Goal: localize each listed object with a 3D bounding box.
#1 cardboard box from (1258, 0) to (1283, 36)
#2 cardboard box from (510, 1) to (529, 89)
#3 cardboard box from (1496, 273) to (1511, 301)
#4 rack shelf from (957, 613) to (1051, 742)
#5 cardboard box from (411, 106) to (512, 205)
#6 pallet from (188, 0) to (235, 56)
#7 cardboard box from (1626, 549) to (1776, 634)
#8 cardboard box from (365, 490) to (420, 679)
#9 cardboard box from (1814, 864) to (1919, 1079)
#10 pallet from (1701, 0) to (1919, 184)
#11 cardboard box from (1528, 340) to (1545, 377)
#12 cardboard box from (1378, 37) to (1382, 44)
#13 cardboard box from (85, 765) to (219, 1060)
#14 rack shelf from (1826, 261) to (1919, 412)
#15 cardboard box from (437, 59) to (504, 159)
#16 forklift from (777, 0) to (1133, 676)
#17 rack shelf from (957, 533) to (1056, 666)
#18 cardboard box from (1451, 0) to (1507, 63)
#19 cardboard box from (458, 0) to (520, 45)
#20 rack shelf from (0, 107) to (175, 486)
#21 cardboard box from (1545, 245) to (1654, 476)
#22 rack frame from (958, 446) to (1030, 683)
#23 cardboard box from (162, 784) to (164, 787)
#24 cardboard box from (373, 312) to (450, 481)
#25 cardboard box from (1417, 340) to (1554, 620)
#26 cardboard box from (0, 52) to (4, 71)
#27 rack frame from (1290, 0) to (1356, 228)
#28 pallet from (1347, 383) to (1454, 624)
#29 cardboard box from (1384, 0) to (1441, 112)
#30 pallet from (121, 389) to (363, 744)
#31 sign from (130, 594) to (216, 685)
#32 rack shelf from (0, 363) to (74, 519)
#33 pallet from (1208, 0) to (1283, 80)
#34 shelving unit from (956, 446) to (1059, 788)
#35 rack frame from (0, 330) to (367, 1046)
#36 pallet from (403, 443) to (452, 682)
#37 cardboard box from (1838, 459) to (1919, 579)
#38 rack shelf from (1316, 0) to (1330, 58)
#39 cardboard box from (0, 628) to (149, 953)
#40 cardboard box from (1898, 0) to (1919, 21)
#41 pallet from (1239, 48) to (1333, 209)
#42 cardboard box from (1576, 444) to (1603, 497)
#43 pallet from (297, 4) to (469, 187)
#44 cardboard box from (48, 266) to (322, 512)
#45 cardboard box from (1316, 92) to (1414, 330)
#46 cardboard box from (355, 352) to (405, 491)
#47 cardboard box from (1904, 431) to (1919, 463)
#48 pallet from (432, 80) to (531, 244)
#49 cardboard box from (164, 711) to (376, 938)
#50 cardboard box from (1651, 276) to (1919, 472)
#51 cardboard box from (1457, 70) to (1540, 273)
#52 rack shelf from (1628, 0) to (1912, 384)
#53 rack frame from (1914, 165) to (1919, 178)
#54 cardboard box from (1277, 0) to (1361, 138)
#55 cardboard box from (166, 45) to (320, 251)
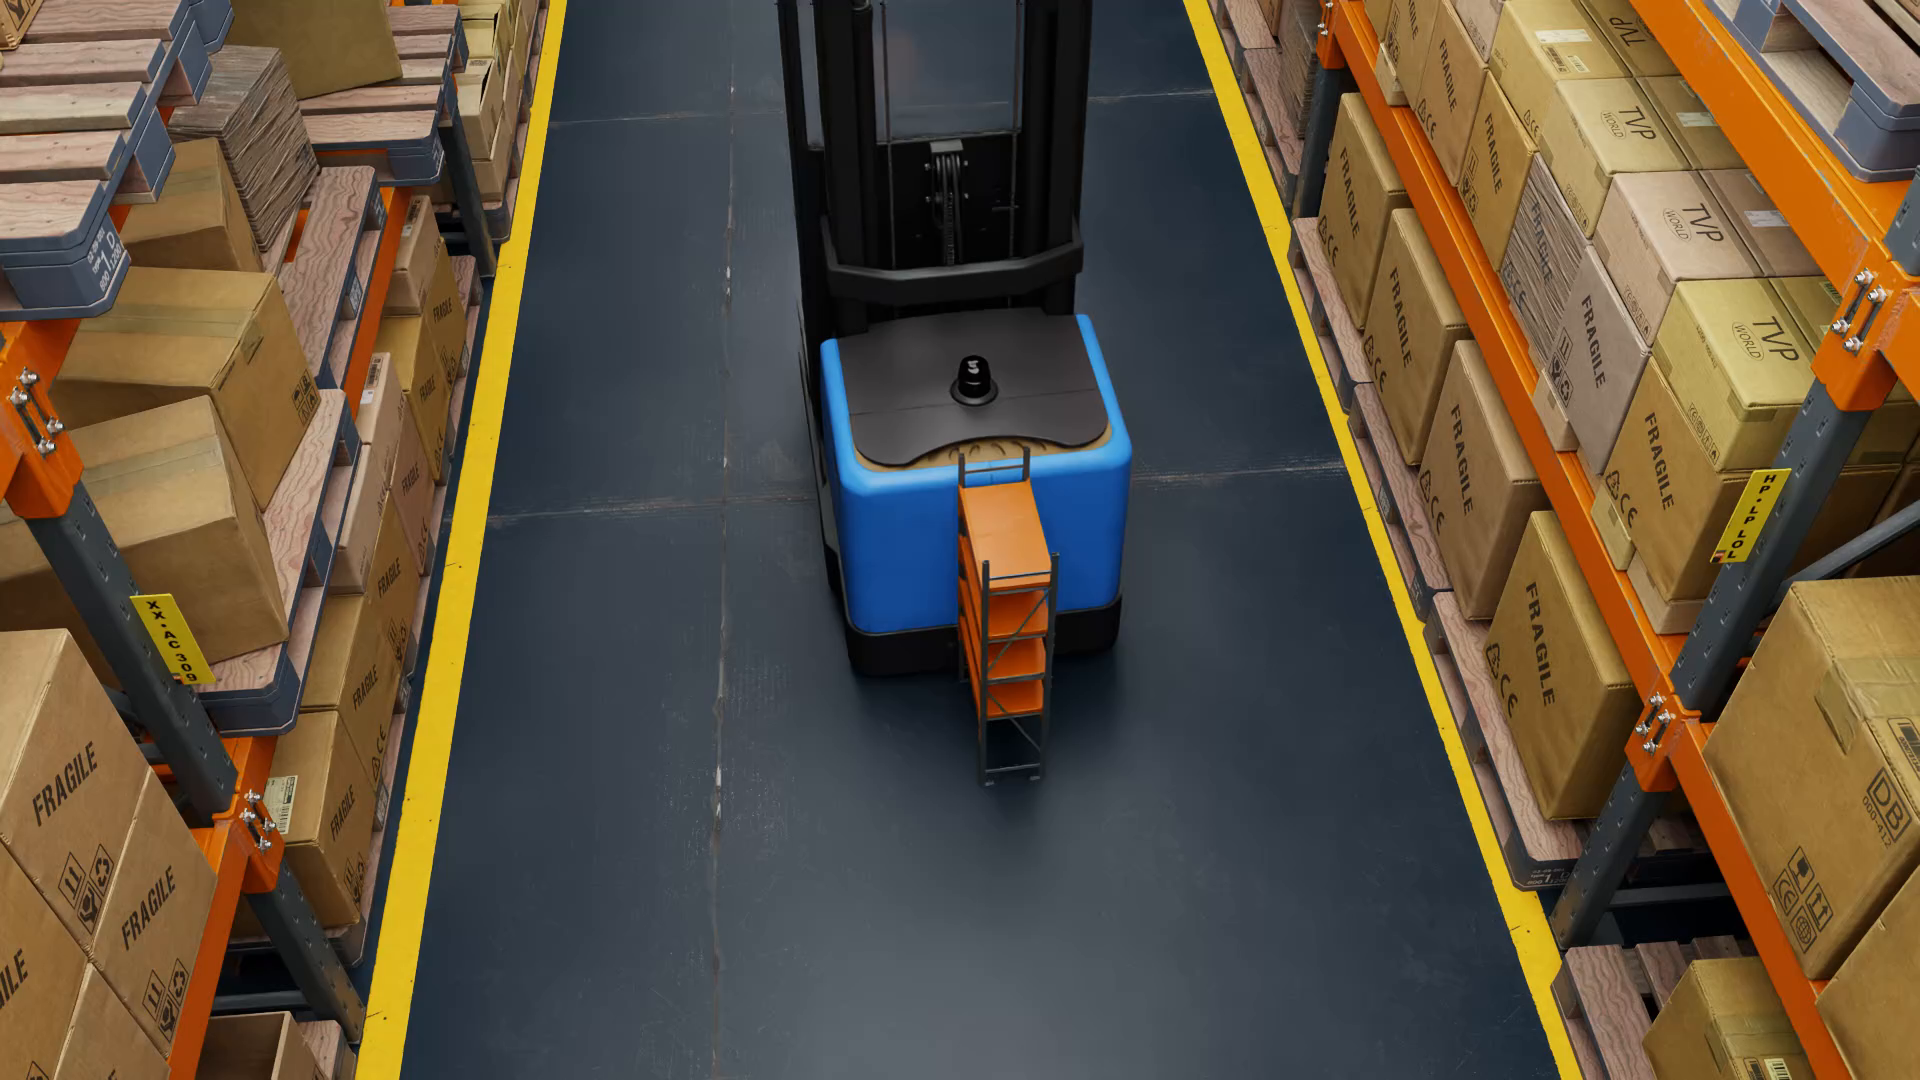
[{"bbox_3d":[2.060,-3.167,9.238,0.700,0.500,0.500,-4,47,-4],"label":"cardboard box"},{"bbox_3d":[-2.610,-2.651,8.936,0.500,0.250,0.500,-5,47,-4],"label":"cardboard box"},{"bbox_3d":[2.121,-0.988,5.916,0.380,0.149,0.250,-2,47,-2],"label":"cardboard box"},{"bbox_3d":[0.152,0.475,5.976,0.258,0.148,0.480,-6,47,-6],"label":"rack shelf"},{"bbox_3d":[-2.517,-1.911,8.235,0.500,0.250,0.500,-4,47,-3],"label":"cardboard box"},{"bbox_3d":[-2.506,-1.615,4.413,1.213,0.211,1.003,-3,47,-3],"label":"pallet"},{"bbox_3d":[2.194,0.127,4.860,0.380,0.149,0.250,-3,47,-3],"label":"cardboard box"},{"bbox_3d":[-2.319,0.174,6.074,0.500,0.500,0.500,-3,47,-3],"label":"cardboard box"},{"bbox_3d":[2.589,1.093,3.579,0.980,0.700,0.700,-5,47,-4],"label":"cardboard box"},{"bbox_3d":[2.379,-1.352,4.166,0.805,0.209,1.217,-5,47,-5],"label":"pallet"},{"bbox_3d":[2.138,-0.613,5.561,0.380,0.149,0.250,-3,47,-3],"label":"cardboard box"},{"bbox_3d":[1.979,-2.105,6.973,0.380,0.149,0.250,-3,47,-3],"label":"cardboard box"},{"bbox_3d":[-2.134,0.890,3.909,0.500,0.500,0.500,-3,47,-3],"label":"cardboard box"},{"bbox_3d":[2.672,0.937,2.362,1.077,0.370,4.000,-3,47,-3],"label":"rack shelf"},{"bbox_3d":[-2.517,-2.104,8.032,0.500,0.311,0.500,-2,47,-2],"label":"cardboard box"},{"bbox_3d":[-0.122,-1.576,6.360,1.130,2.935,3.031,-6,47,-6],"label":"forklift"},{"bbox_3d":[0.152,0.185,5.670,0.258,0.148,0.480,-6,47,-6],"label":"rack shelf"},{"bbox_3d":[2.042,-1.927,5.841,0.500,0.250,0.500,-3,47,-3],"label":"cardboard box"},{"bbox_3d":[-2.610,-2.853,8.741,0.500,0.311,0.500,-5,47,-4],"label":"cardboard box"},{"bbox_3d":[-2.599,-1.653,4.815,1.077,0.370,4.000,-3,47,-3],"label":"rack shelf"},{"bbox_3d":[2.162,-0.556,5.060,0.500,0.500,0.500,-3,47,-3],"label":"cardboard box"},{"bbox_3d":[0.114,0.117,5.949,0.240,1.200,0.015,-6,47,-6],"label":"rack frame"},{"bbox_3d":[-2.758,0.947,5.342,0.500,0.500,0.500,-4,47,-4],"label":"cardboard box"},{"bbox_3d":[-2.411,-0.571,6.780,0.500,0.500,0.500,-5,47,-5],"label":"cardboard box"},{"bbox_3d":[2.243,-0.236,6.235,0.750,0.750,0.750,-2,47,-2],"label":"cardboard box"},{"bbox_3d":[-2.400,-1.035,3.308,0.600,0.600,0.600,-8,47,-7],"label":"cardboard box"},{"bbox_3d":[2.170,-2.620,7.301,1.000,3.000,0.127,-3,47,-3],"label":"rack frame"},{"bbox_3d":[2.260,-0.205,6.935,1.003,0.211,1.213,-3,47,-3],"label":"pallet"},{"bbox_3d":[1.990,-2.017,6.443,0.500,0.500,0.500,-2,47,-2],"label":"cardboard box"},{"bbox_3d":[-2.389,0.059,4.896,1.003,0.211,1.213,-3,47,-3],"label":"pallet"},{"bbox_3d":[-1.891,0.242,3.995,0.100,0.325,0.005,-3,47,-3],"label":"sign"},{"bbox_3d":[-2.264,1.241,2.075,1.077,0.370,4.000,-3,47,-3],"label":"rack shelf"},{"bbox_3d":[2.007,-3.107,9.684,1.003,0.211,1.213,-3,47,-3],"label":"pallet"},{"bbox_3d":[0.152,0.292,5.783,0.258,1.200,0.503,-6,47,-6],"label":"shelving unit"},{"bbox_3d":[-2.431,0.578,4.273,1.000,3.000,0.127,-3,47,-3],"label":"rack frame"},{"bbox_3d":[-2.642,0.066,6.678,1.003,0.211,1.213,-3,47,-3],"label":"pallet"},{"bbox_3d":[2.717,-0.217,4.739,0.500,0.500,0.500,-5,47,-5],"label":"cardboard box"},{"bbox_3d":[2.002,-3.819,8.933,1.077,0.370,4.000,-3,47,-3],"label":"rack shelf"},{"bbox_3d":[-2.131,0.550,3.542,0.500,0.500,0.500,-3,47,-3],"label":"cardboard box"},{"bbox_3d":[2.540,-1.586,3.885,0.700,0.500,0.500,-6,47,-5],"label":"cardboard box"},{"bbox_3d":[2.106,-2.226,8.849,1.003,0.211,1.213,-3,47,-3],"label":"pallet"},{"bbox_3d":[2.173,-0.245,5.212,0.380,0.149,0.250,-2,47,-2],"label":"cardboard box"},{"bbox_3d":[-2.640,-1.764,6.623,1.213,0.211,1.003,-3,47,-3],"label":"pallet"},{"bbox_3d":[-2.369,-0.451,4.889,0.700,0.500,0.500,3,47,3],"label":"cardboard box"},{"bbox_3d":[2.101,-1.485,7.418,0.750,0.750,0.750,-4,47,-4],"label":"cardboard box"},{"bbox_3d":[-2.355,-0.423,6.123,0.500,0.250,0.500,-4,47,-4],"label":"cardboard box"},{"bbox_3d":[2.726,-0.476,4.467,0.500,0.250,0.500,-2,47,-2],"label":"cardboard box"},{"bbox_3d":[-2.796,-1.955,8.593,1.003,0.211,1.213,-3,47,-3],"label":"pallet"},{"bbox_3d":[-2.229,0.922,5.366,0.500,0.500,0.500,-5,47,-5],"label":"cardboard box"},{"bbox_3d":[2.211,-0.449,4.442,0.500,0.250,0.500,-2,47,-2],"label":"cardboard box"},{"bbox_3d":[2.082,-1.281,5.747,0.500,0.500,0.500,-2,47,-2],"label":"cardboard box"},{"bbox_3d":[2.337,-1.957,5.103,1.077,0.370,4.000,-3,47,-3],"label":"rack shelf"},{"bbox_3d":[2.505,-1.788,2.382,1.000,3.000,0.127,-3,47,-3],"label":"rack frame"},{"bbox_3d":[2.058,-2.429,8.540,0.700,0.500,0.500,-3,47,-3],"label":"cardboard box"},{"bbox_3d":[-2.715,-1.372,5.762,0.700,0.500,0.500,4,47,4],"label":"cardboard box"}]
